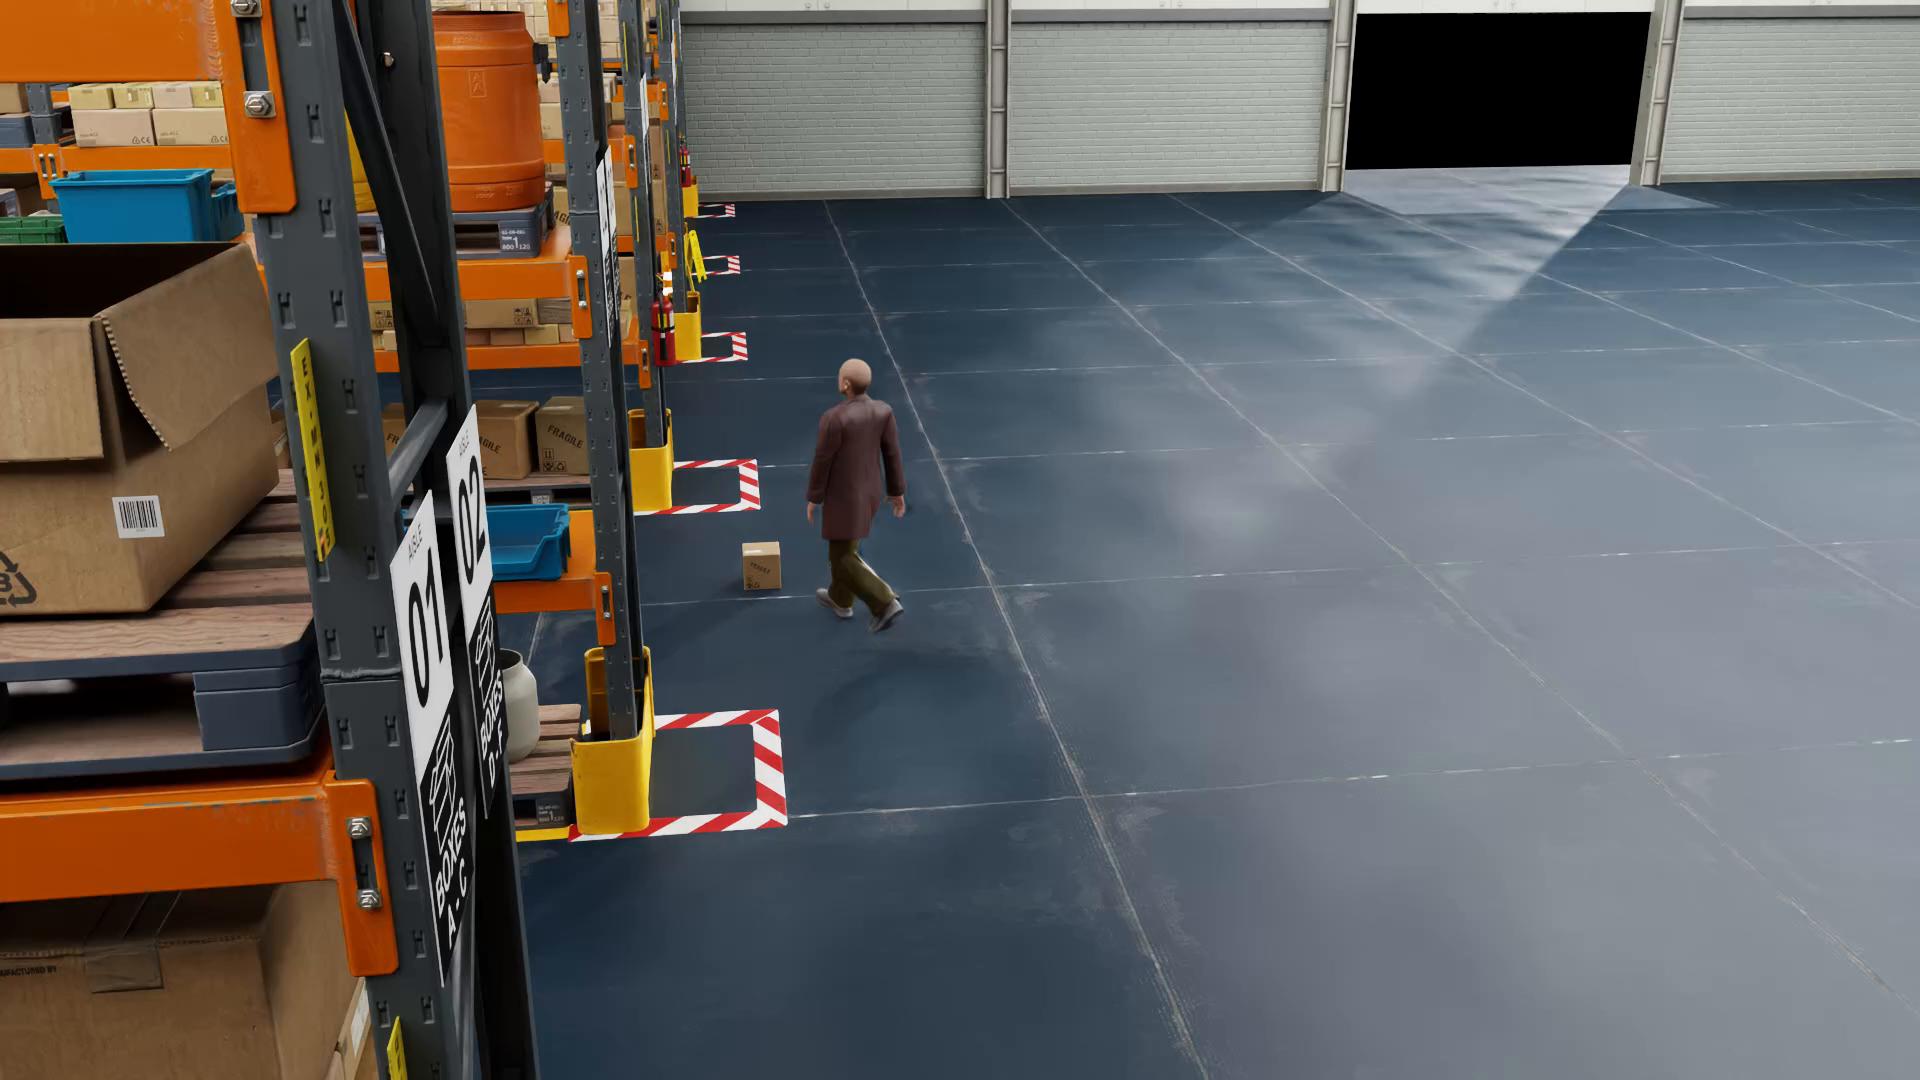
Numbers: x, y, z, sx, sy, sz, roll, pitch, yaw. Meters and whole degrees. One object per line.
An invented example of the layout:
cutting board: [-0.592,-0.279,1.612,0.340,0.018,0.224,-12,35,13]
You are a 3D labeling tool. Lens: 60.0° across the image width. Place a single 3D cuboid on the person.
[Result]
person: [-0.633,-0.276,10.367,1.016,1.741,0.655,18,27,42]
